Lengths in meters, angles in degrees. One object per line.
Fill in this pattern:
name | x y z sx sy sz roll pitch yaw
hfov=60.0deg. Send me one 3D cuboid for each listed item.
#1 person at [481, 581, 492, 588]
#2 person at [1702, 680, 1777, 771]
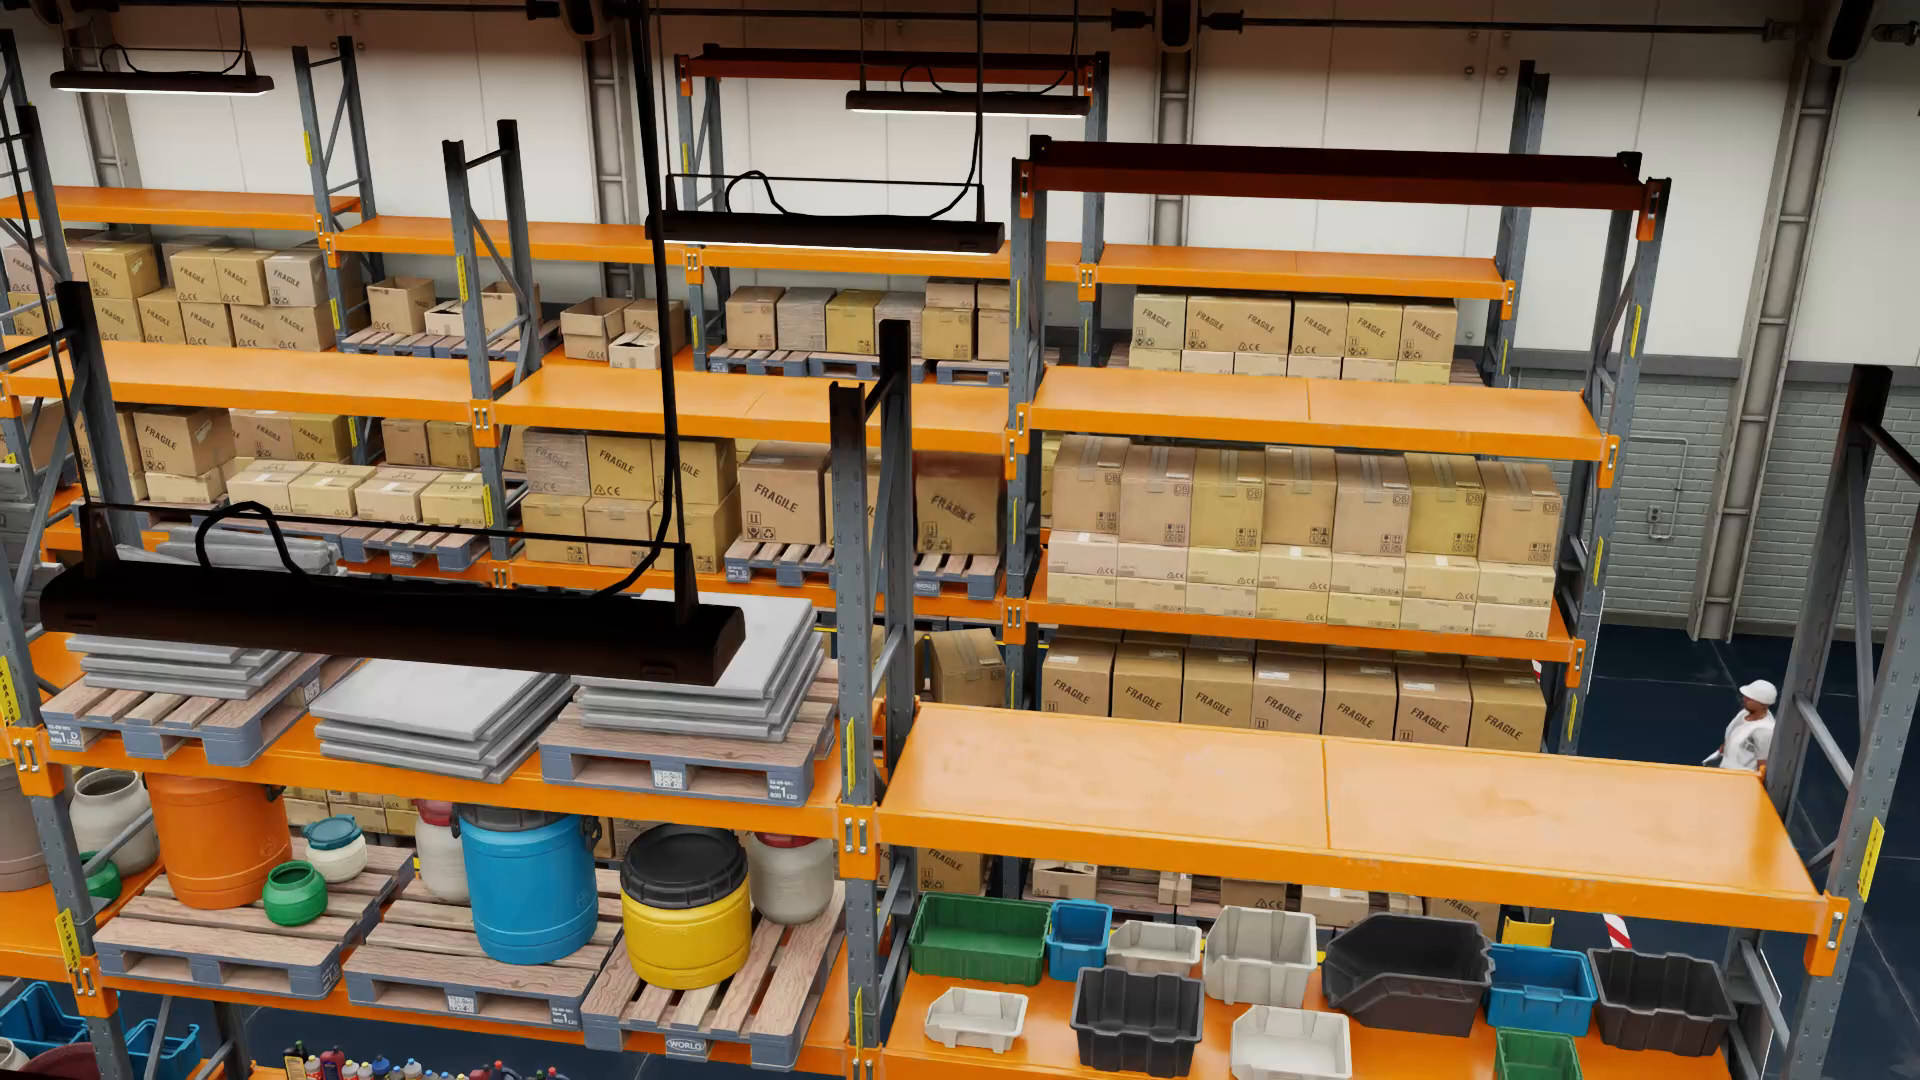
person | -4.121 1.084 15.652 0.629 1.711 0.599 -1 23 -2
person | 6.279 1.893 13.610 0.985 1.722 0.586 11 25 24
